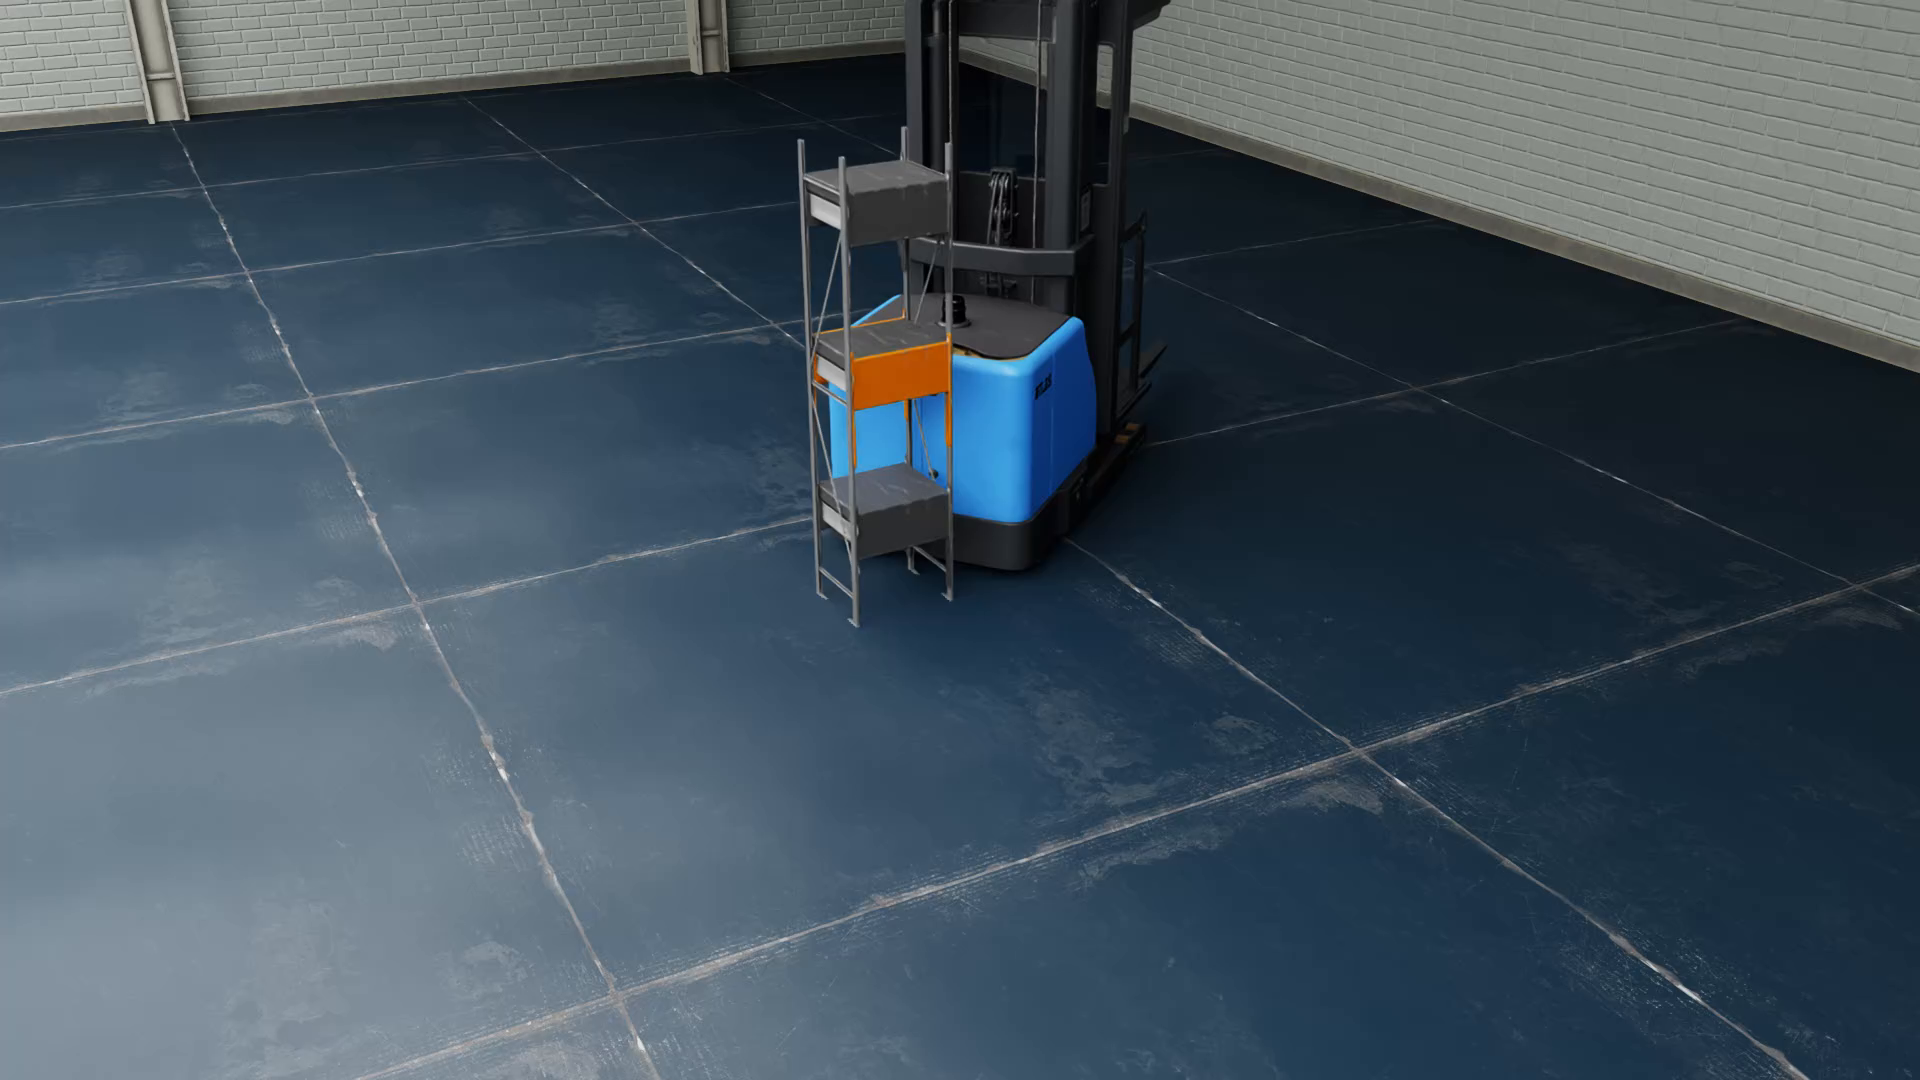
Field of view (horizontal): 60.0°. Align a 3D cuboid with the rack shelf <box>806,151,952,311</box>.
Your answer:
[{"bbox_3d":[-0.348,-1.297,6.940,0.480,0.518,0.431,-15,29,-28],"label":"rack shelf"}]

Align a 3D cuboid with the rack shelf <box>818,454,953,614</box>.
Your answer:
[{"bbox_3d":[-0.348,-0.035,7.546,0.480,0.518,0.431,-15,29,-28],"label":"rack shelf"}]

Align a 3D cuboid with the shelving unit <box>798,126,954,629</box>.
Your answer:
[{"bbox_3d":[-0.348,-0.678,7.237,0.503,2.100,0.431,-15,29,-28],"label":"shelving unit"}]

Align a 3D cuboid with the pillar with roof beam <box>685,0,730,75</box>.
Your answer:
[{"bbox_3d":[-0.977,-8.045,14.610,0.400,9.000,9.100,-13,29,-25],"label":"pillar with roof beam"}]

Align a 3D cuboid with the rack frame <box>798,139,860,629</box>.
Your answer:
[{"bbox_3d":[-0.557,-0.624,7.123,0.015,2.100,0.400,-15,29,-28],"label":"rack frame"}]

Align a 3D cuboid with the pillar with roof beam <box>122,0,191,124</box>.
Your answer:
[{"bbox_3d":[-6.272,-6.823,12.065,0.400,9.000,9.100,-13,29,-25],"label":"pillar with roof beam"}]

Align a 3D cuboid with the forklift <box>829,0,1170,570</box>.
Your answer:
[{"bbox_3d":[0.394,-1.792,8.595,1.130,2.935,3.031,10,27,20],"label":"forklift"}]

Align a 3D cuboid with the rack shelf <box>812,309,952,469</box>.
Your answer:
[{"bbox_3d":[-0.348,-0.666,7.243,0.480,0.518,0.431,-15,29,-28],"label":"rack shelf"}]

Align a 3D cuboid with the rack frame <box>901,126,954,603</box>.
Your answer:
[{"bbox_3d":[-0.139,-0.733,7.351,0.015,2.100,0.400,-15,29,-28],"label":"rack frame"}]
